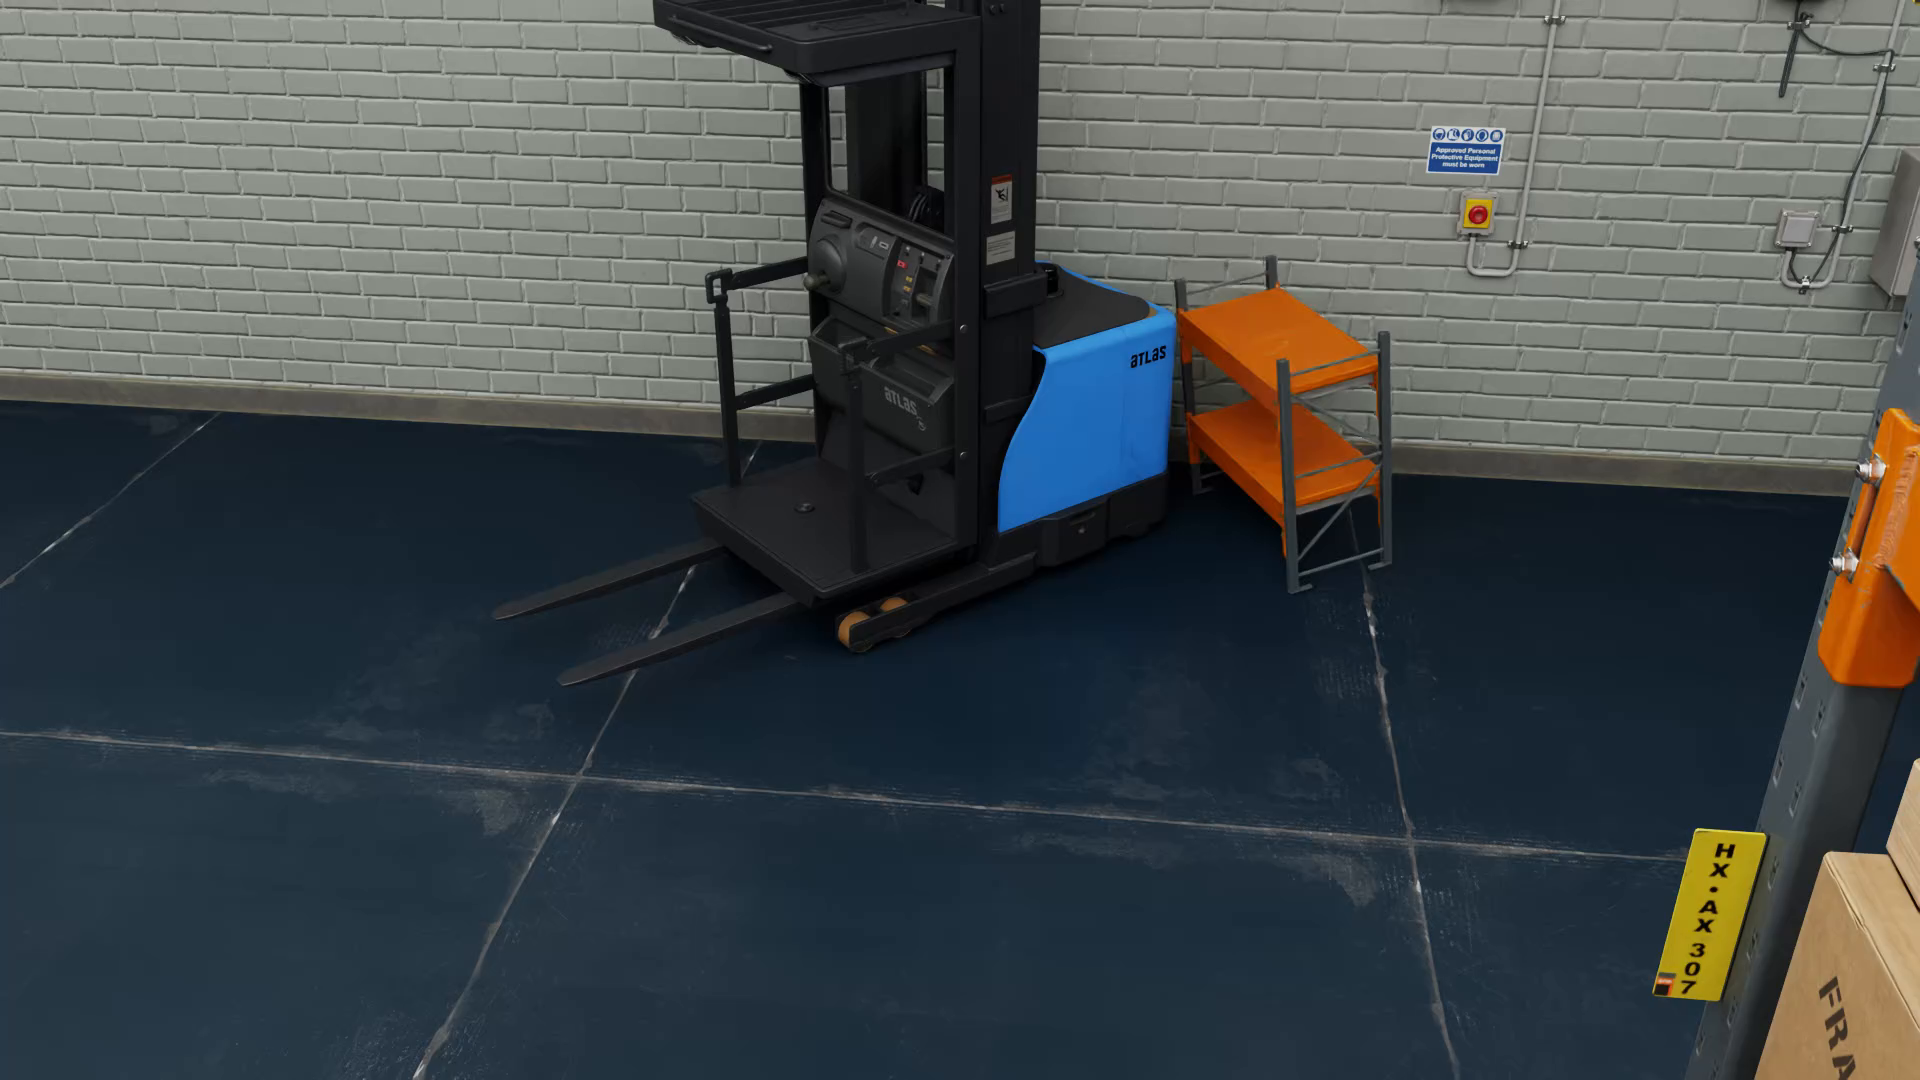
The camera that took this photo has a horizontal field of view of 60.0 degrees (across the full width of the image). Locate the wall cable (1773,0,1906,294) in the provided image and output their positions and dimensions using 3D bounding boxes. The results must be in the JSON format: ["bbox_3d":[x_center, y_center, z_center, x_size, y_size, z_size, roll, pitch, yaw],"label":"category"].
[{"bbox_3d":[3.763,-2.002,7.232,0.588,1.984,0.122,3,28,6],"label":"wall cable"}]

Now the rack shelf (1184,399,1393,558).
[{"bbox_3d":[1.485,-0.334,7.615,0.538,0.278,1.000,-16,31,-11],"label":"rack shelf"}]

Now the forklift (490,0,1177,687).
[{"bbox_3d":[-0.500,-1.108,6.717,3.031,2.935,1.130,-20,34,-32],"label":"forklift"}]

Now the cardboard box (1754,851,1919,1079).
[{"bbox_3d":[1.345,0.749,2.037,0.500,0.500,0.500,3,28,5],"label":"cardboard box"}]

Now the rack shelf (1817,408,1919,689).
[{"bbox_3d":[1.441,0.962,0.398,1.077,0.370,4.000,3,28,6],"label":"rack shelf"}]

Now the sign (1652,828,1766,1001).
[{"bbox_3d":[1.136,0.573,2.527,0.100,0.325,0.005,3,28,6],"label":"sign"}]

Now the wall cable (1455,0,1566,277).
[{"bbox_3d":[2.354,-2.092,7.367,0.585,1.953,0.123,3,28,6],"label":"wall cable"}]

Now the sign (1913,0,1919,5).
[{"bbox_3d":[1.136,-0.751,1.814,0.100,0.325,0.005,3,28,6],"label":"sign"}]

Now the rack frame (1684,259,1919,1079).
[{"bbox_3d":[1.686,1.024,2.686,1.000,3.000,0.127,3,28,6],"label":"rack frame"}]

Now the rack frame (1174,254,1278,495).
[{"bbox_3d":[1.298,-0.772,7.918,0.500,1.125,0.032,-16,31,-11],"label":"rack frame"}]

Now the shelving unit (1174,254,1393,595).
[{"bbox_3d":[1.450,-0.542,7.491,0.538,1.125,1.048,-16,31,-11],"label":"shelving unit"}]

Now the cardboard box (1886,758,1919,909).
[{"bbox_3d":[1.368,0.406,1.991,0.380,0.149,0.250,4,29,7],"label":"cardboard box"}]

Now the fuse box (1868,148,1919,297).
[{"bbox_3d":[4.421,-0.873,7.567,0.539,1.711,0.414,3,28,6],"label":"fuse box"}]

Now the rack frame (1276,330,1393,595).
[{"bbox_3d":[1.602,-0.313,7.064,0.500,1.125,0.032,-16,31,-11],"label":"rack frame"}]

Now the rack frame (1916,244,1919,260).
[{"bbox_3d":[1.686,-1.617,1.263,1.000,3.000,0.127,3,28,6],"label":"rack frame"}]

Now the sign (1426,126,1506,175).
[{"bbox_3d":[2.314,-1.782,7.610,0.327,0.218,0.001,3,28,6],"label":"sign"}]

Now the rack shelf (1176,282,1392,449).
[{"bbox_3d":[1.409,-0.791,7.343,0.538,0.278,1.000,-16,31,-11],"label":"rack shelf"}]
